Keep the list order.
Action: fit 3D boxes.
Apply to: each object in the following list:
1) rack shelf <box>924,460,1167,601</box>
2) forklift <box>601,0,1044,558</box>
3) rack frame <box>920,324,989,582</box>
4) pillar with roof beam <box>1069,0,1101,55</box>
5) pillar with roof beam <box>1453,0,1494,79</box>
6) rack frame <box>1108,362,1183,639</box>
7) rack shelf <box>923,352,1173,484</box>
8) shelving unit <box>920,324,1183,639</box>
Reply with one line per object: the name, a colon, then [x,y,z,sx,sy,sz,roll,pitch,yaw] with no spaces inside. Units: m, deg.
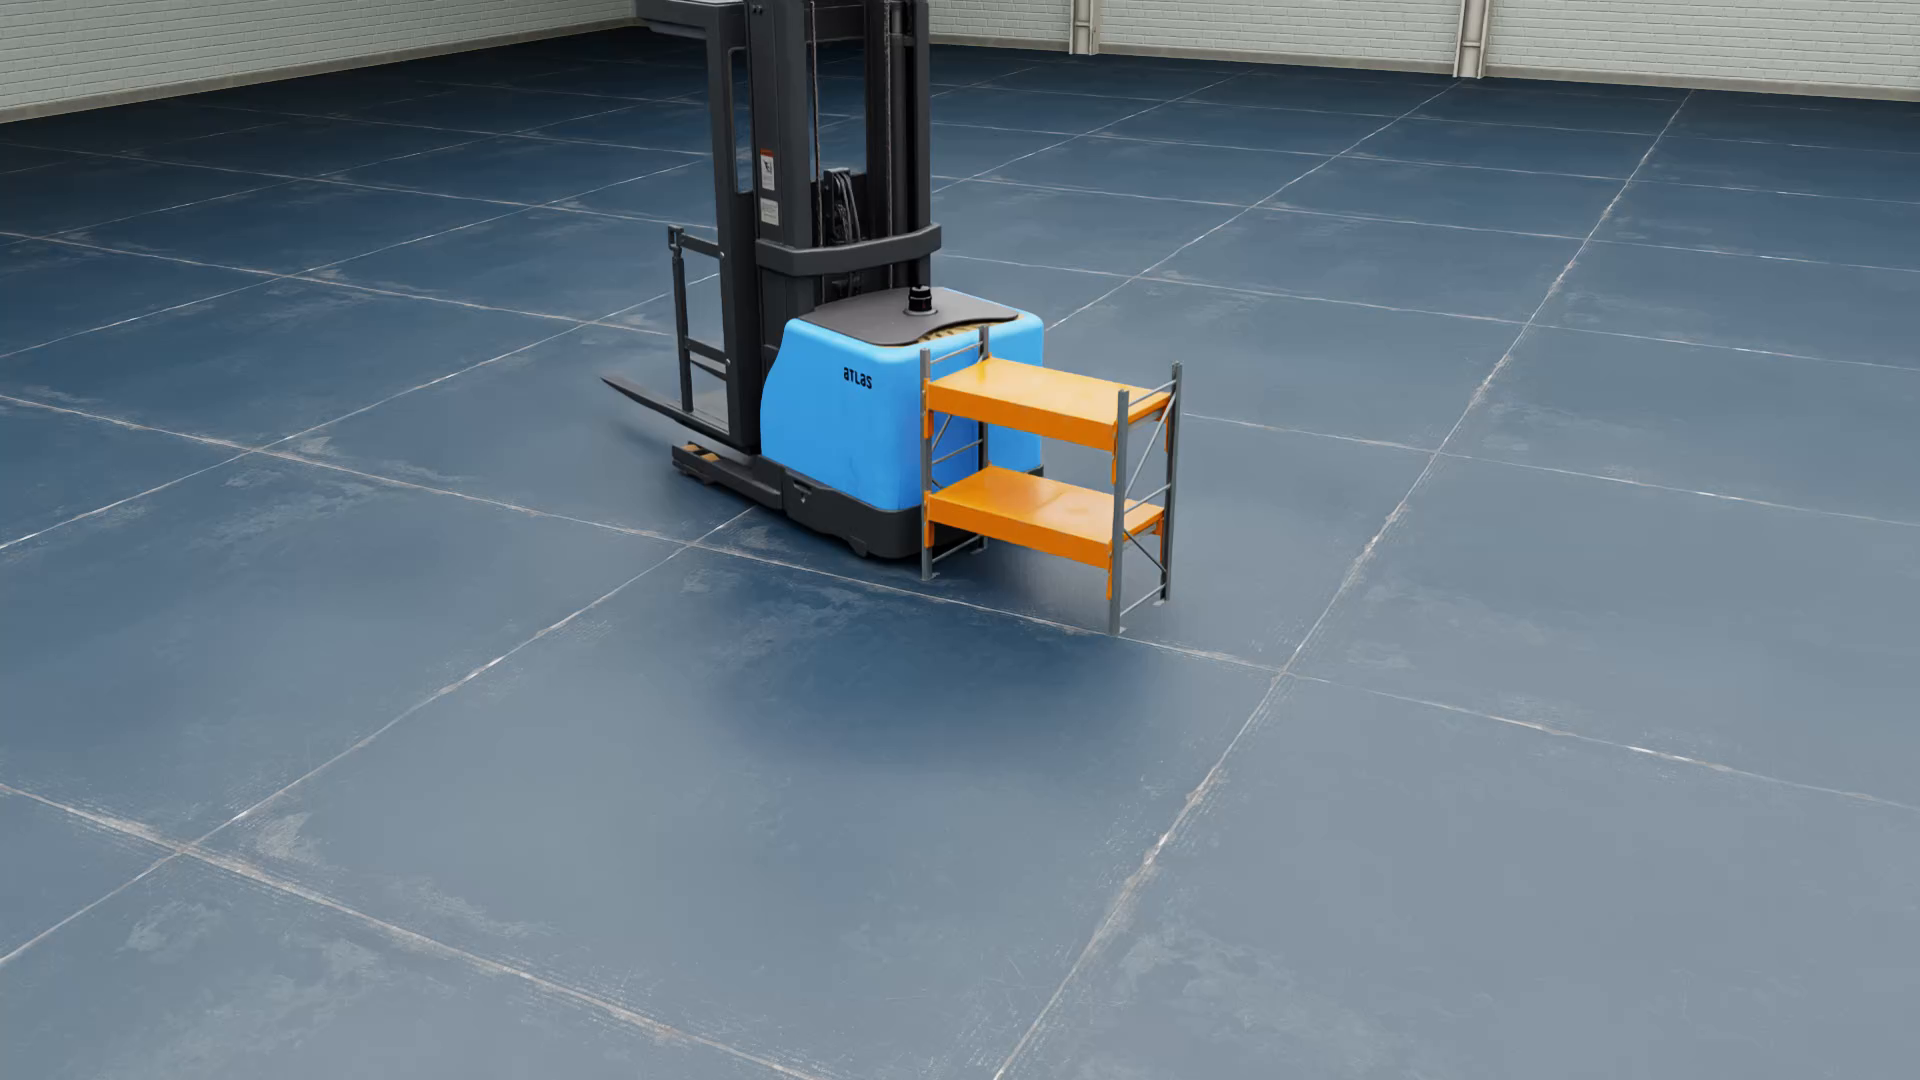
rack shelf: [0.392,-0.062,7.582,1.000,0.278,0.538,16,28,32]
forklift: [-0.919,-1.761,8.645,1.130,2.935,3.031,-19,29,-37]
rack frame: [-0.021,-0.403,7.759,0.032,1.125,0.500,16,28,32]
pillar with roof beam: [0.031,-10.374,21.146,0.400,9.000,9.100,11,25,25]
pillar with roof beam: [5.386,-9.315,18.655,0.400,9.000,9.100,11,25,25]
rack frame: [0.804,-0.170,7.214,0.032,1.125,0.500,16,28,32]
rack shelf: [0.392,-0.556,7.372,1.000,0.278,0.538,16,28,32]
shelving unit: [0.392,-0.287,7.486,1.048,1.125,0.538,16,28,32]
